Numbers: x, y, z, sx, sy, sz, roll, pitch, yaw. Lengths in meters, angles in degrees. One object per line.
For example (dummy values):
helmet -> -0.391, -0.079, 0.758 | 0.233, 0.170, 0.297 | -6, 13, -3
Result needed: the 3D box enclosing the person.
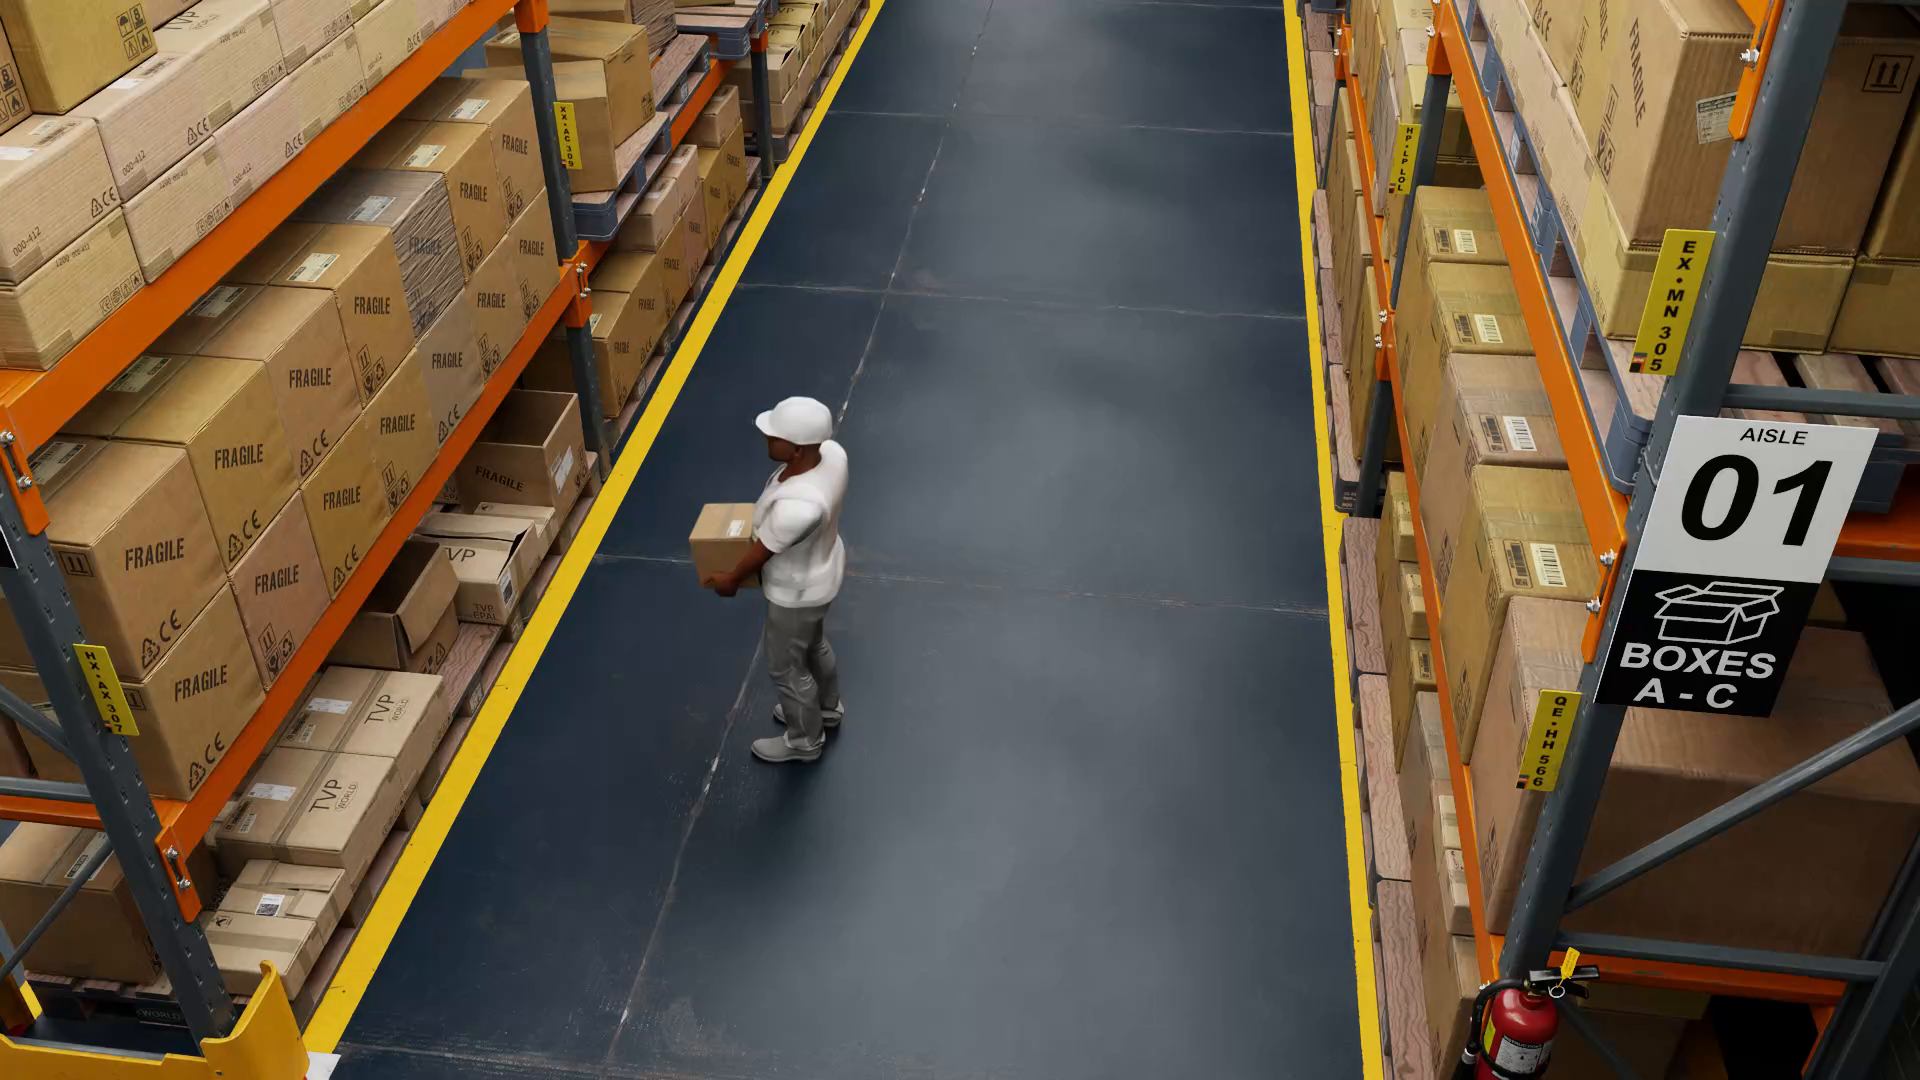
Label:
person -> -0.744, 0.167, 6.793 | 0.569, 1.761, 0.504 | 5, 36, 7
